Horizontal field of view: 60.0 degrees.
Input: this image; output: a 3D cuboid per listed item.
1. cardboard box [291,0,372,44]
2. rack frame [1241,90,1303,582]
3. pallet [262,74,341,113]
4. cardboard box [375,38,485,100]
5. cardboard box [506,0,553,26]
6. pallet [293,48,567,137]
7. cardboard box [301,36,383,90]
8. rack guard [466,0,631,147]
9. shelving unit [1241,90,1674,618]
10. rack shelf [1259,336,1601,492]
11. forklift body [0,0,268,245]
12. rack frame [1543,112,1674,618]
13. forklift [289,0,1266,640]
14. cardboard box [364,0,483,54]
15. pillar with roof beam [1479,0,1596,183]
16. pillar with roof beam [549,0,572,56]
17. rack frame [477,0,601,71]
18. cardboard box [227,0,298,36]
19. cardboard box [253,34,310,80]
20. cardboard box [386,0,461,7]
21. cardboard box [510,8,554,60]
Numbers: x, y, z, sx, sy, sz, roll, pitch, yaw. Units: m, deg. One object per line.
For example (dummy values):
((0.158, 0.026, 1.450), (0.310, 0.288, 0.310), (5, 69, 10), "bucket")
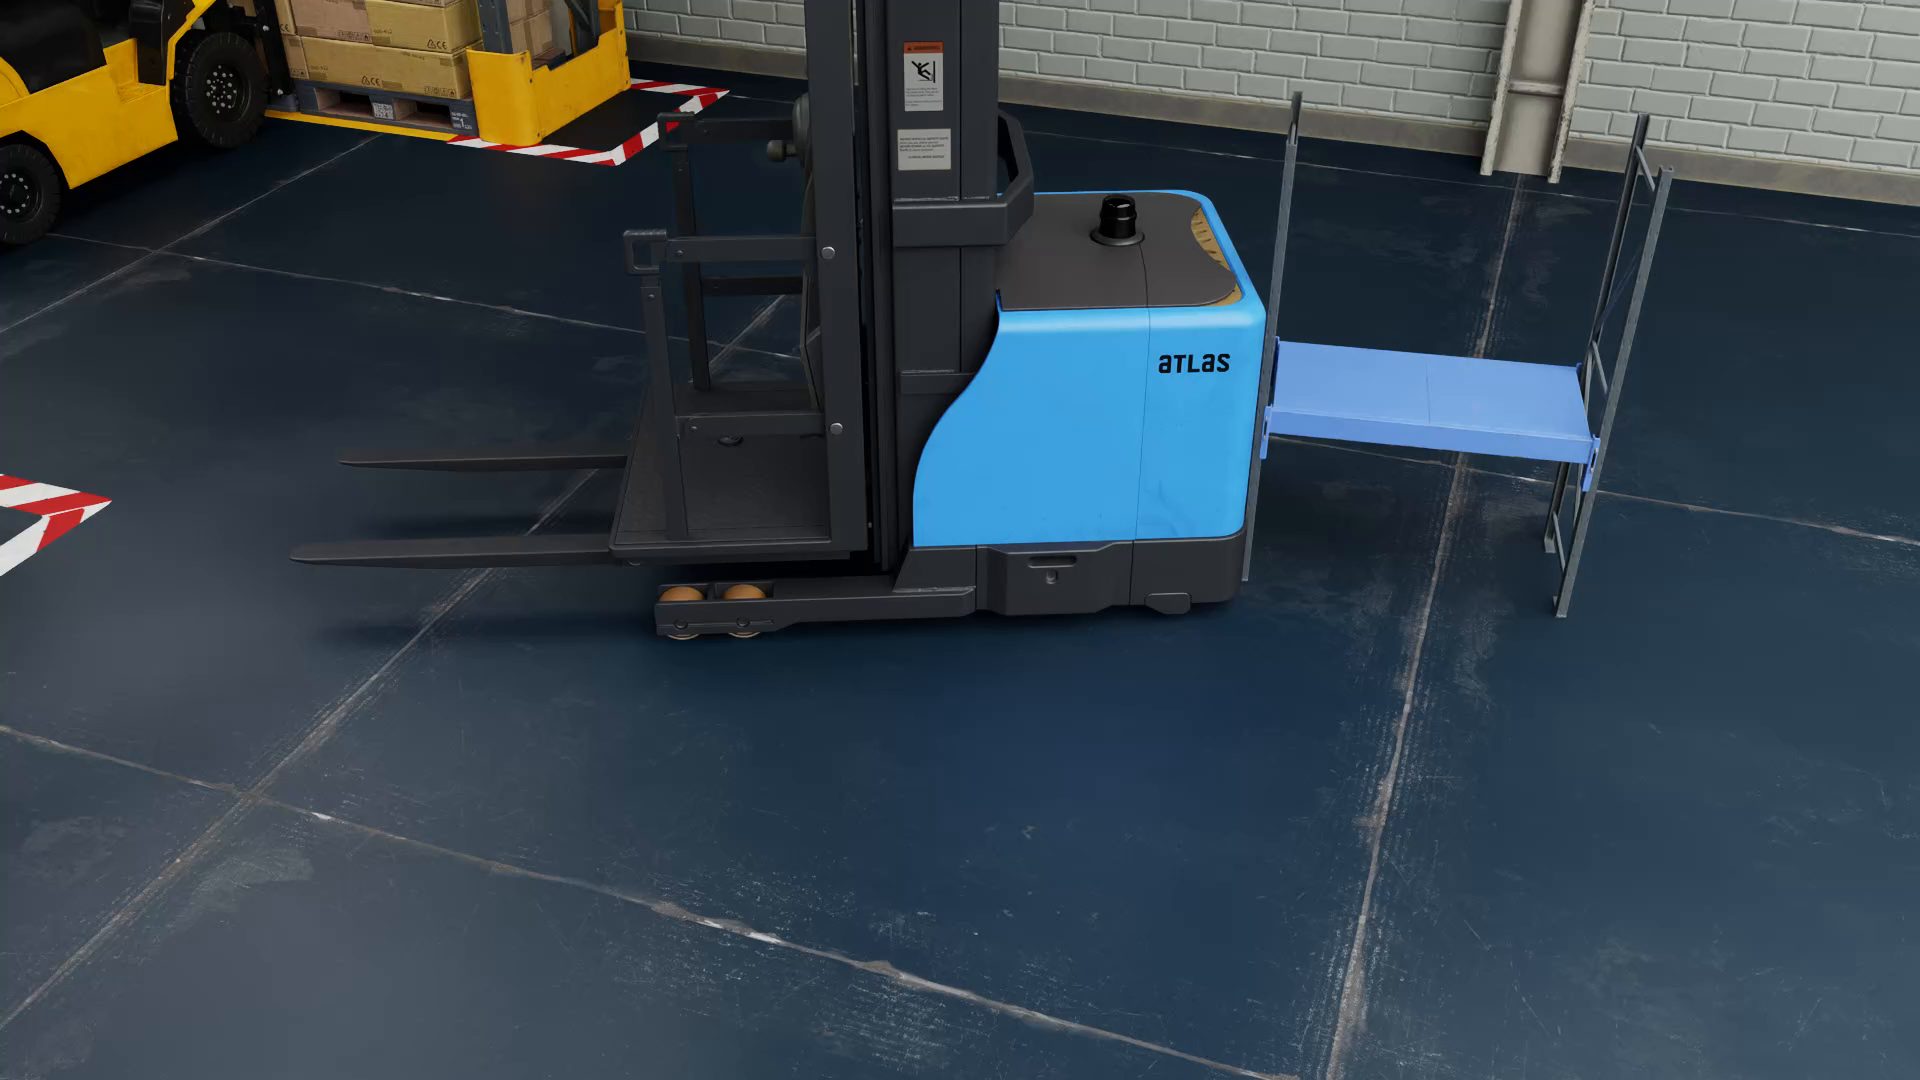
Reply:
((-3.365, -2.990, 9.302), (0.500, 0.250, 0.500), (11, 34, 16), "cardboard box")
((0.992, -0.624, 5.334), (0.032, 1.500, 0.500), (6, 33, 10), "rack frame")
((-4.211, -2.903, 10.052), (1.213, 0.211, 1.003), (11, 34, 16), "pallet")
((-2.882, -2.678, 9.280), (0.500, 0.250, 0.500), (11, 35, 17), "cardboard box")
((-2.705, -3.155, 9.558), (0.500, 0.250, 0.500), (12, 35, 17), "cardboard box")
((-3.067, -2.679, 9.705), (1.213, 0.211, 1.003), (11, 34, 16), "pallet")
((-3.347, -2.774, 9.428), (0.500, 0.250, 0.500), (11, 34, 16), "cardboard box")
((-2.310, -2.677, 9.436), (0.348, 0.500, 1.175), (11, 34, 16), "rack guard")
((1.490, -0.568, 5.247), (1.048, 1.500, 0.538), (6, 33, 10), "shelving unit")
((1.490, -0.417, 5.344), (1.000, 0.185, 0.538), (6, 33, 10), "rack shelf")
((-4.733, -2.791, 8.089), (1.214, 2.155, 2.313), (11, 34, 16), "forklift body")
((1.988, -0.512, 5.160), (0.032, 1.500, 0.500), (6, 33, 10), "rack frame")
((-0.626, -1.212, 4.925), (3.031, 2.935, 1.130), (-2, 33, -3), "forklift")
((-2.896, -2.893, 9.152), (0.500, 0.250, 0.500), (11, 34, 16), "cardboard box")
((1.512, -3.544, 2.942), (0.400, 9.000, 9.100), (11, 34, 16), "pillar with roof beam")
((-4.137, -4.642, 4.643), (0.400, 9.000, 9.100), (11, 34, 16), "pillar with roof beam")
((-2.333, -3.732, 8.765), (0.127, 3.000, 1.000), (11, 34, 16), "rack frame")
((-3.858, -3.074, 9.432), (0.500, 0.250, 0.500), (10, 34, 15), "cardboard box")
((-3.815, -2.870, 9.577), (0.500, 0.250, 0.500), (11, 35, 17), "cardboard box")
((-2.871, -3.098, 9.009), (0.500, 0.250, 0.500), (12, 35, 18), "cardboard box")
((-2.729, -2.943, 9.690), (0.500, 0.250, 0.500), (11, 34, 17), "cardboard box")
